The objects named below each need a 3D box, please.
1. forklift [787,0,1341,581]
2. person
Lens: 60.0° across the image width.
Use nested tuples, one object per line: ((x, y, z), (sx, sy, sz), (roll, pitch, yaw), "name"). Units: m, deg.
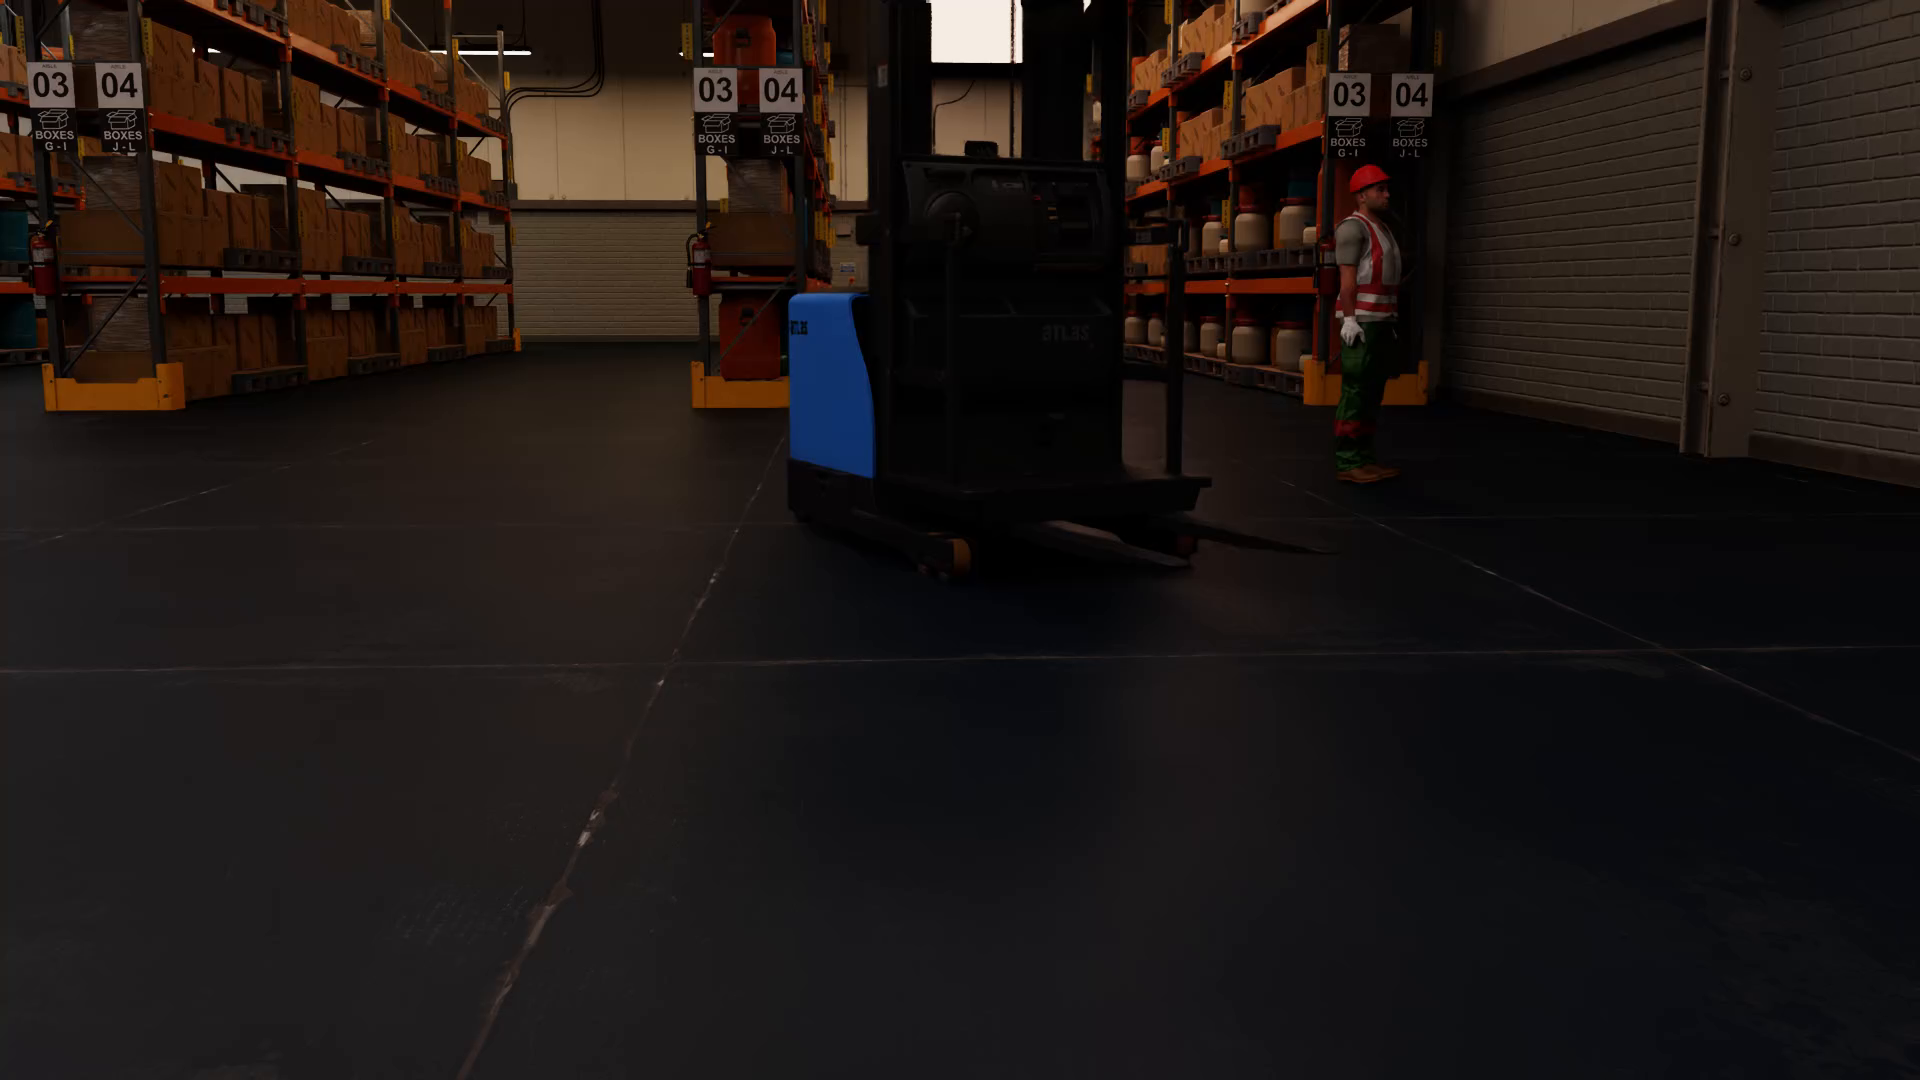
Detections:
((0.298, -1.368, 6.547), (1.130, 2.935, 3.031), (-4, 9, -26), "forklift")
((2.352, -1.233, 9.525), (0.362, 1.796, 0.528), (6, 10, 34), "person")
